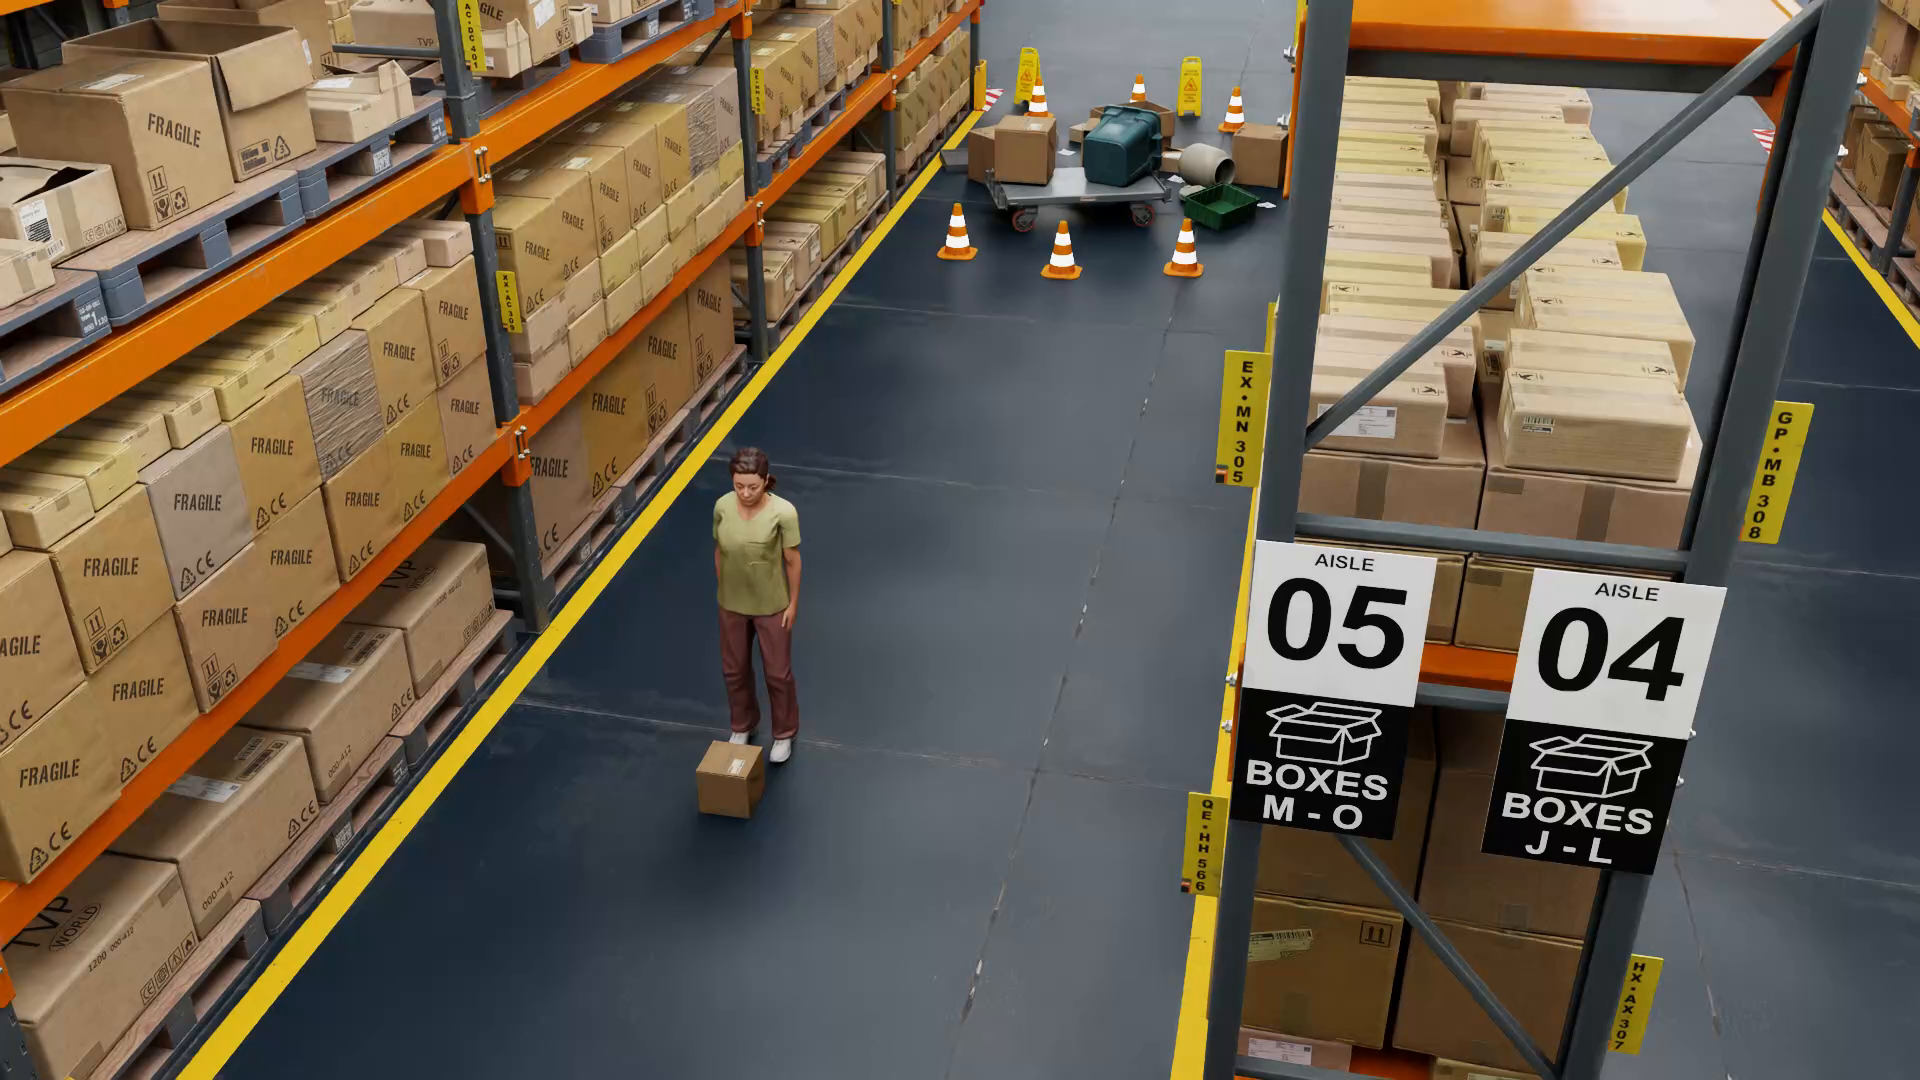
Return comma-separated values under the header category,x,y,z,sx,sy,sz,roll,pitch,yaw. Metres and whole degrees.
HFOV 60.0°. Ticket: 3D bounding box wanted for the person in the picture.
category,x,y,z,sx,sy,sz,roll,pitch,yaw
person,-0.977,0.305,8.070,0.444,1.673,0.364,7,30,12
